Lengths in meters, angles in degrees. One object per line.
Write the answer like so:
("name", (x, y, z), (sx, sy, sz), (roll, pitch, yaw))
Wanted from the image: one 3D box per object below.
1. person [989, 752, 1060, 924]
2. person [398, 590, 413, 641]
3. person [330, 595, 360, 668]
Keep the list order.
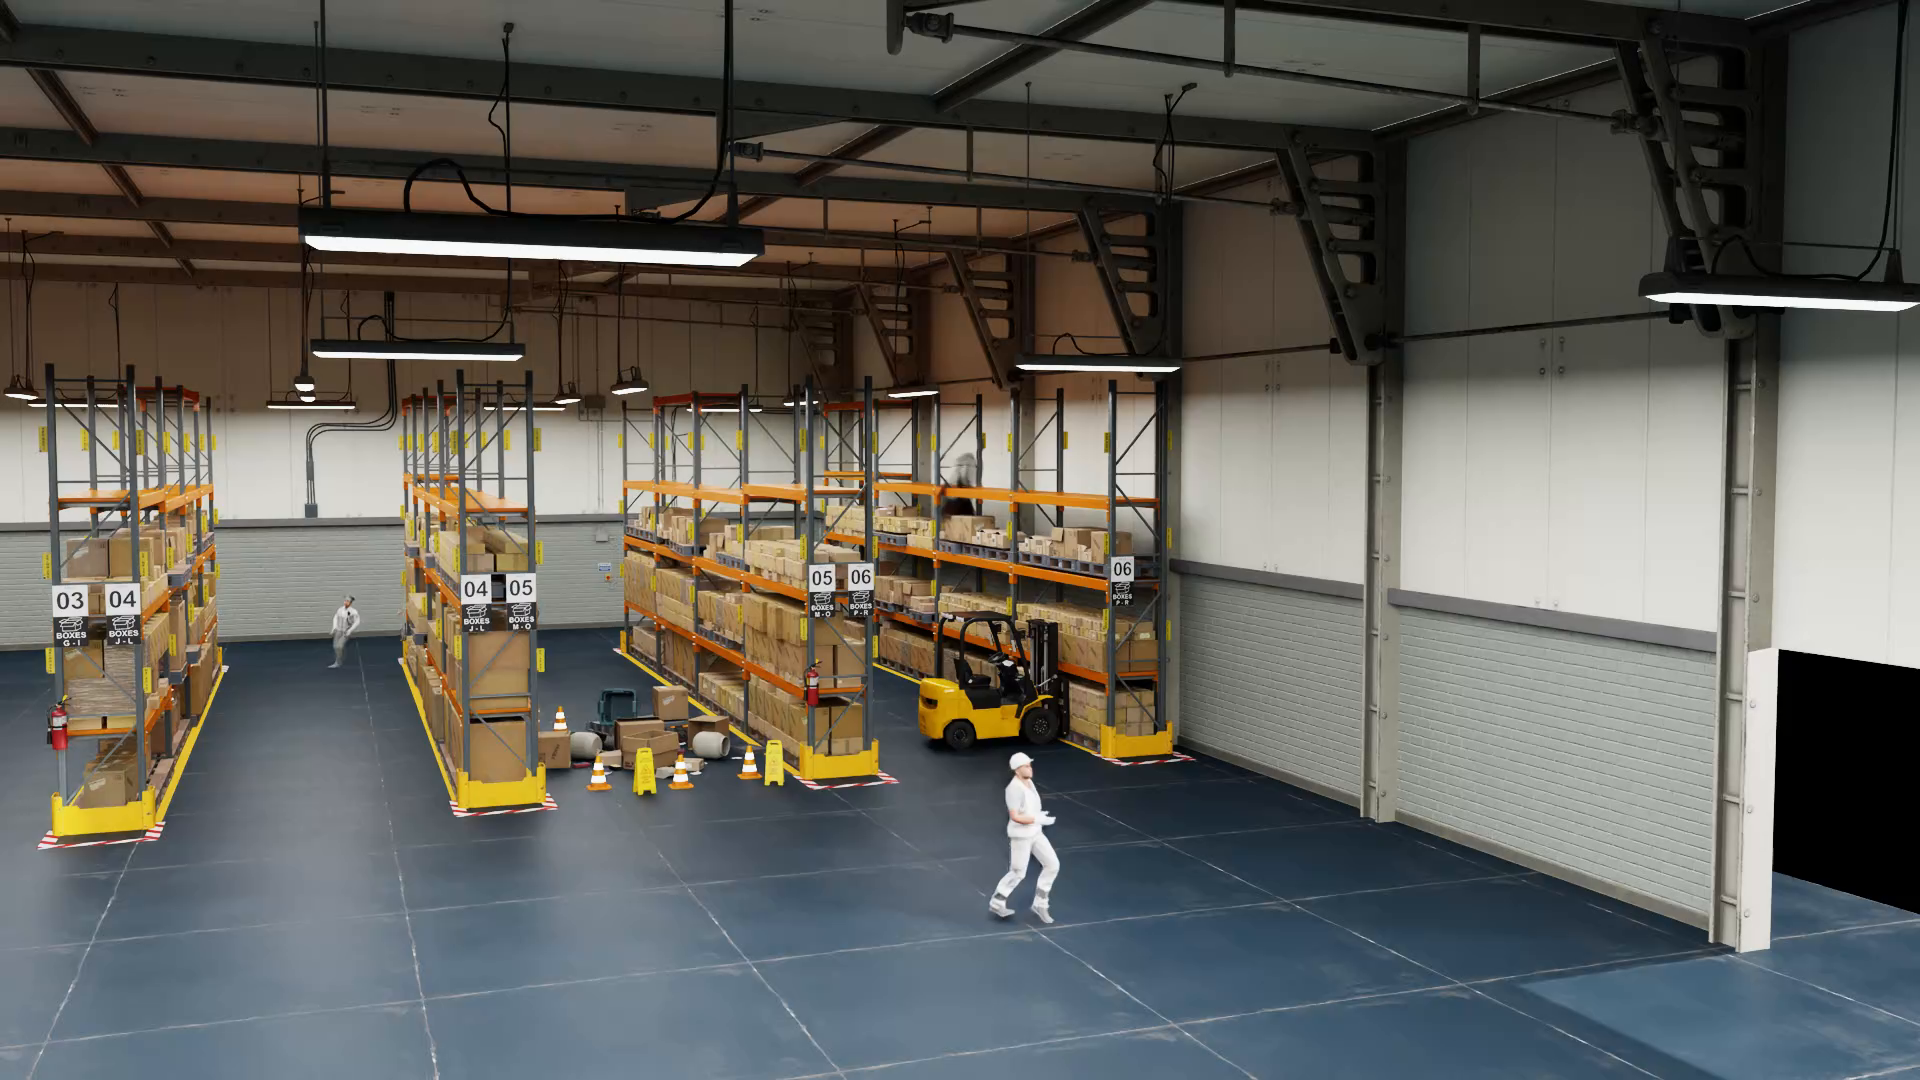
("person", (0.681, 3.073, 17.362), (0.755, 1.731, 0.670), (2, 4, 27))
("person", (-12.816, 1.926, 38.867), (0.606, 1.591, 0.616), (-2, 4, -32))
("person", (-13.687, 2.027, 37.039), (0.645, 1.618, 0.512), (0, 3, 7))
